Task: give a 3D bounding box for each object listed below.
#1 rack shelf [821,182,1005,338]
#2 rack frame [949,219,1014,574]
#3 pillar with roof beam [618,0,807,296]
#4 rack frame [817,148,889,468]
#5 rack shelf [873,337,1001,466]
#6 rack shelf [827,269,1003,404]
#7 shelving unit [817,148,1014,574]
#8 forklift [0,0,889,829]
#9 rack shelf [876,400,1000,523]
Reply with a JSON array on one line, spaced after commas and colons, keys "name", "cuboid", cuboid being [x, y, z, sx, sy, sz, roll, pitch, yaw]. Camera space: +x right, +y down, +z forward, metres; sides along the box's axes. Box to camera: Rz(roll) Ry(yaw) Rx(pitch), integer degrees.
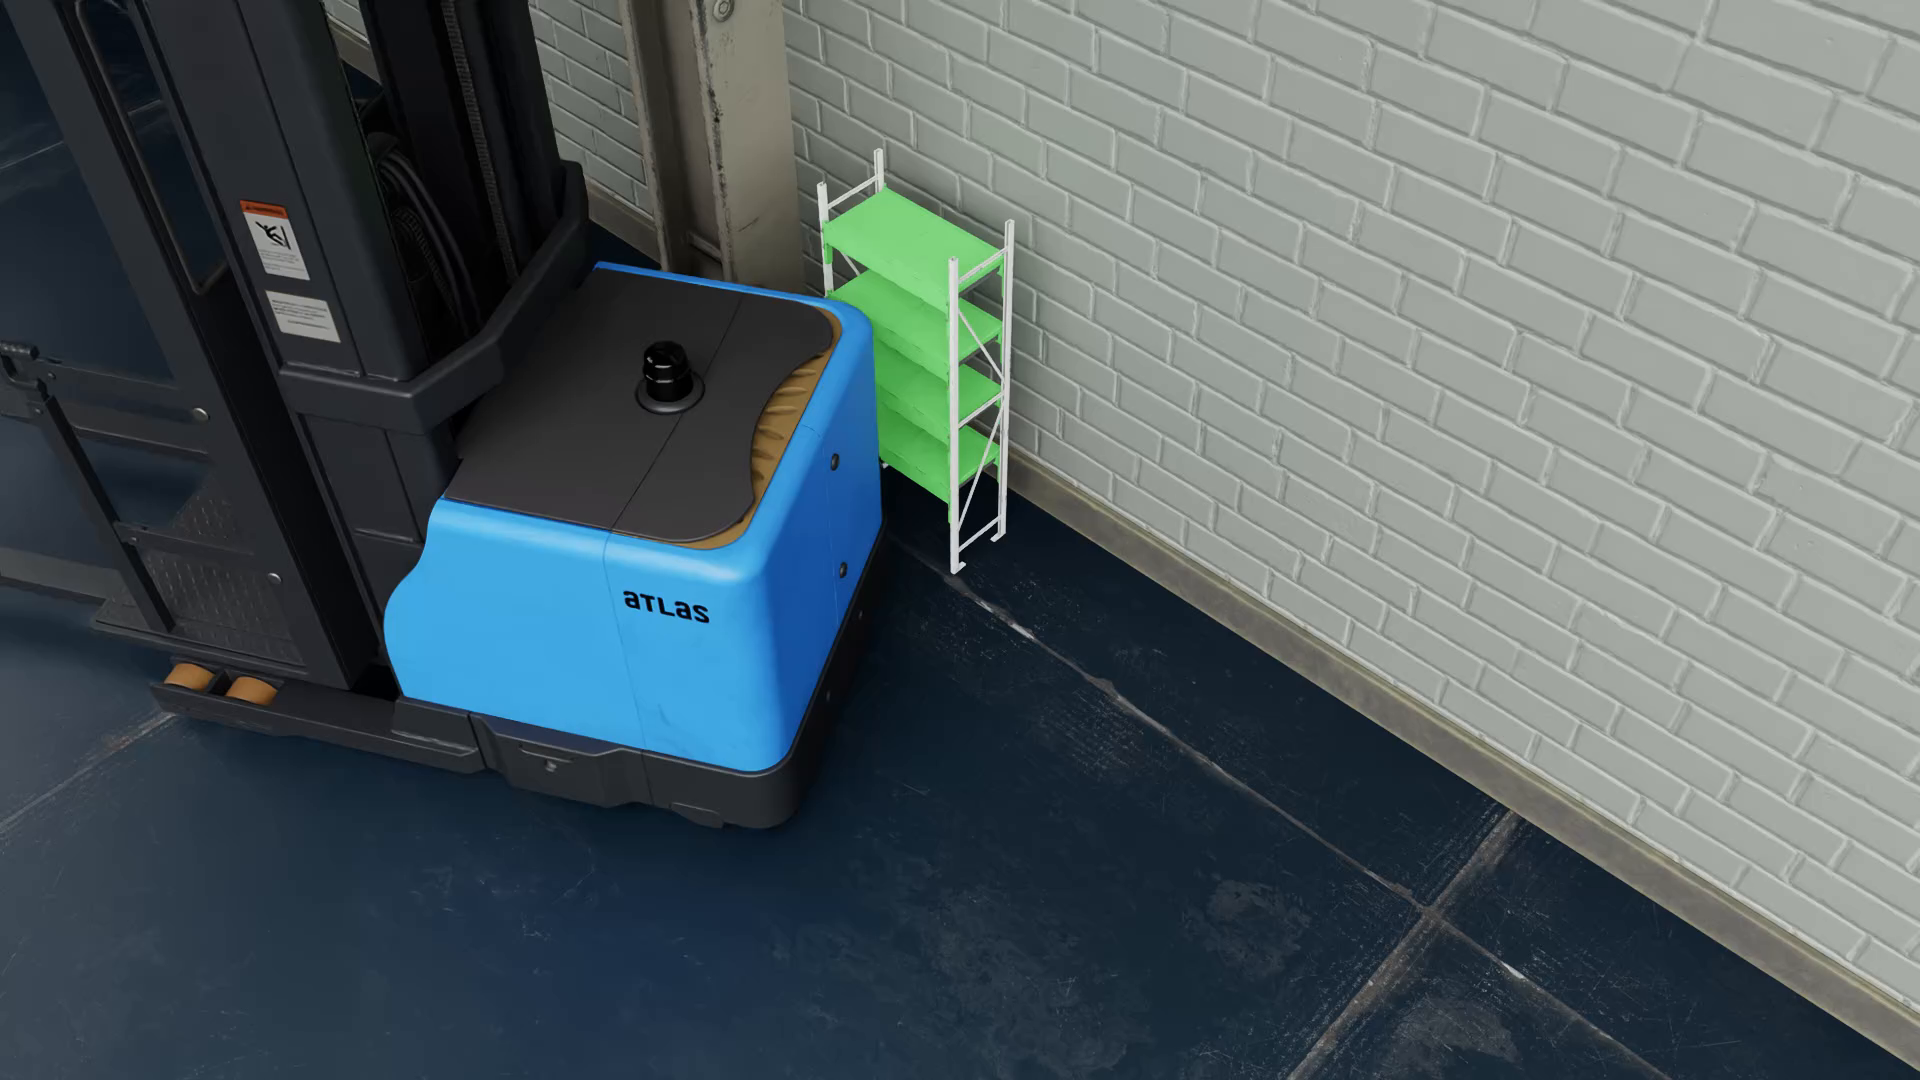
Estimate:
[{"name": "rack shelf", "cuboid": [-0.122, -0.777, 4.586, 0.480, 0.148, 0.258, 34, 55, 28]}, {"name": "rack frame", "cuboid": [0.058, -0.372, 4.776, 0.015, 1.200, 0.240, 34, 55, 28]}, {"name": "pillar with roof beam", "cuboid": [-3.689, -1.453, 0.442, 0.400, 9.000, 9.100, 34, 55, 28]}, {"name": "rack frame", "cuboid": [-0.301, -0.613, 5.003, 0.015, 1.200, 0.240, 34, 55, 28]}, {"name": "rack shelf", "cuboid": [-0.122, -0.449, 4.936, 0.480, 0.148, 0.258, 34, 55, 28]}, {"name": "rack shelf", "cuboid": [-0.122, -0.613, 4.761, 0.480, 0.148, 0.258, 34, 55, 28]}, {"name": "shelving unit", "cuboid": [-0.122, -0.493, 4.889, 0.503, 1.200, 0.258, 34, 55, 28]}, {"name": "forklift", "cuboid": [-1.789, -0.818, 4.008, 3.031, 2.935, 1.130, 11, 48, 10]}, {"name": "rack shelf", "cuboid": [-0.122, -0.285, 5.111, 0.480, 0.148, 0.258, 34, 55, 28]}]
